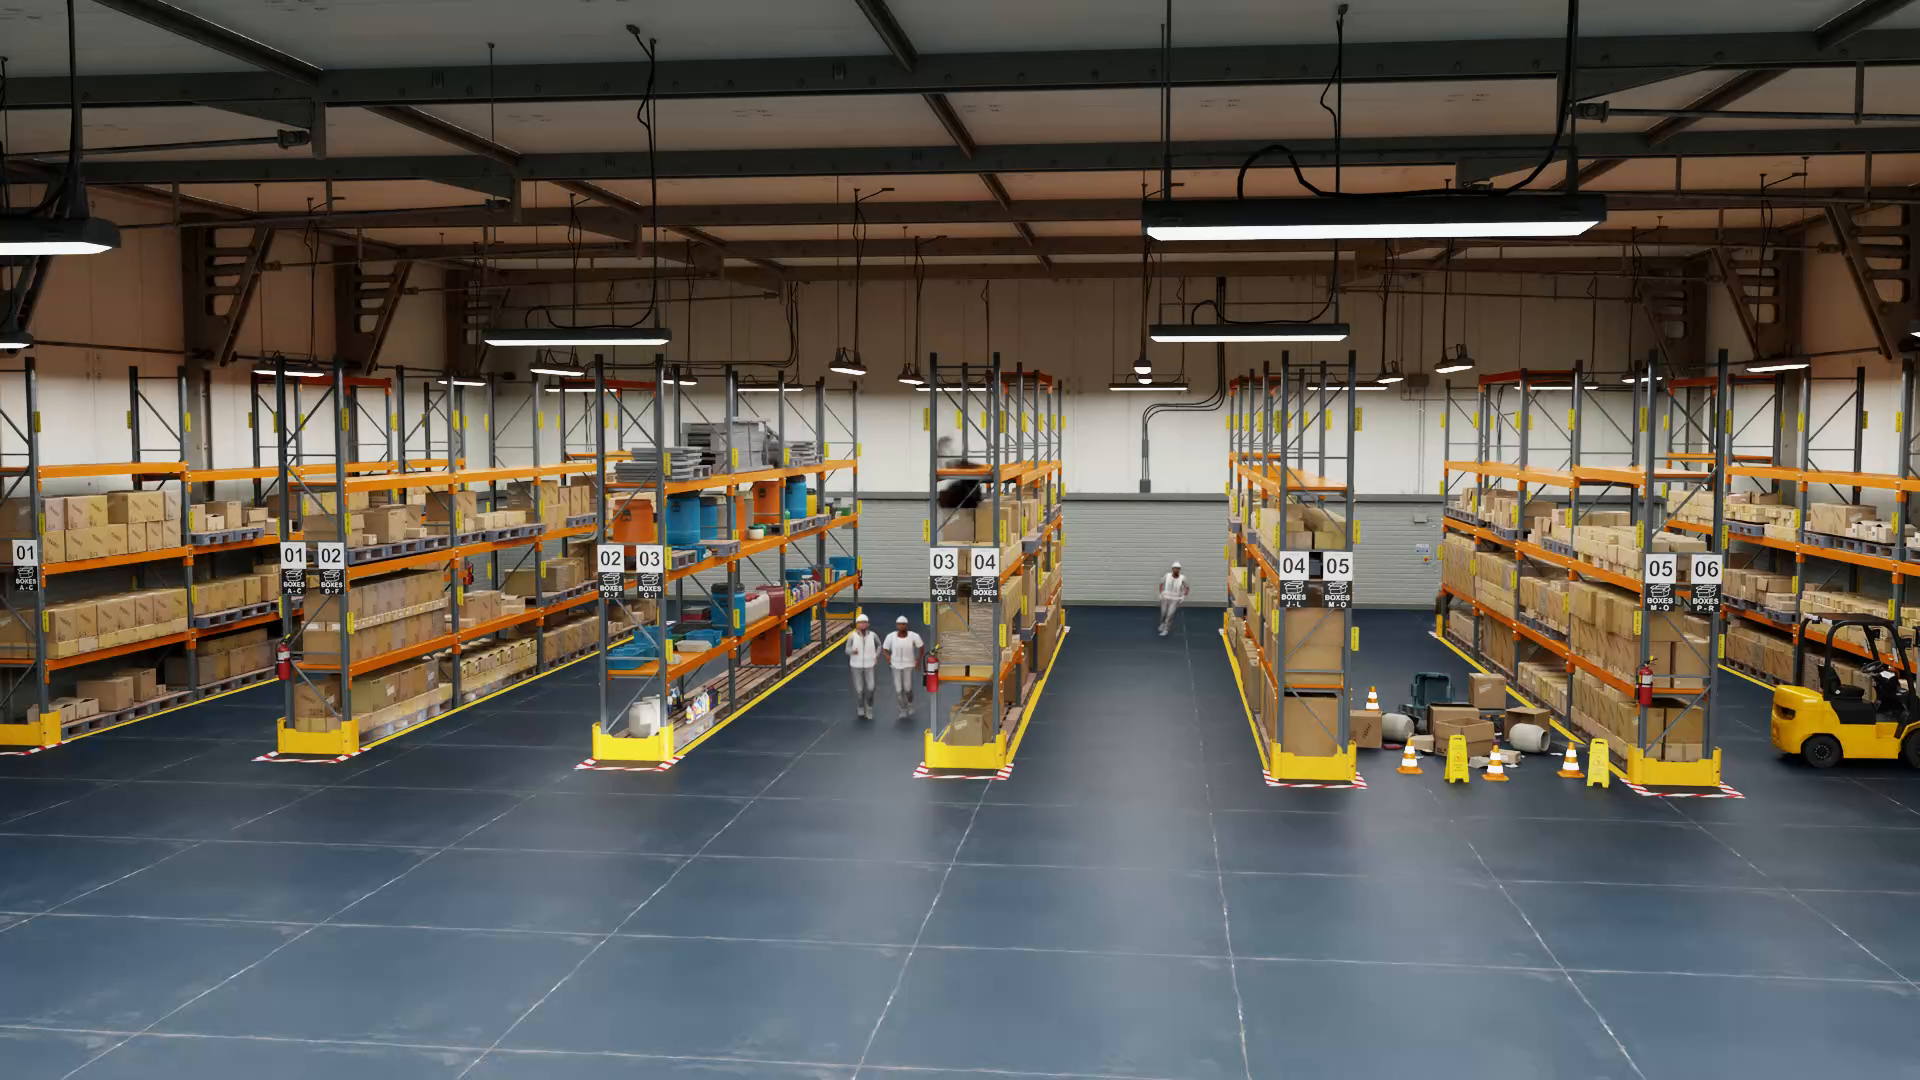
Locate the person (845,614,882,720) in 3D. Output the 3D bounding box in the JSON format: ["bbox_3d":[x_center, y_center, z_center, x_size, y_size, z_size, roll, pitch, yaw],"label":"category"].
[{"bbox_3d":[-1.616,2.149,27.997,0.640,1.789,0.669,0,4,-5],"label":"person"}]

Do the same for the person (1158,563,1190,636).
[{"bbox_3d":[5.001,1.387,38.967,0.749,1.729,0.674,1,4,14],"label":"person"}]

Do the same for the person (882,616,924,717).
[{"bbox_3d":[-0.982,2.116,28.050,0.701,1.664,0.565,1,4,7],"label":"person"}]

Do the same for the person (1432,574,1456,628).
[{"bbox_3d":[11.742,1.311,40.142,0.702,1.701,0.755,2,4,24],"label":"person"}]
